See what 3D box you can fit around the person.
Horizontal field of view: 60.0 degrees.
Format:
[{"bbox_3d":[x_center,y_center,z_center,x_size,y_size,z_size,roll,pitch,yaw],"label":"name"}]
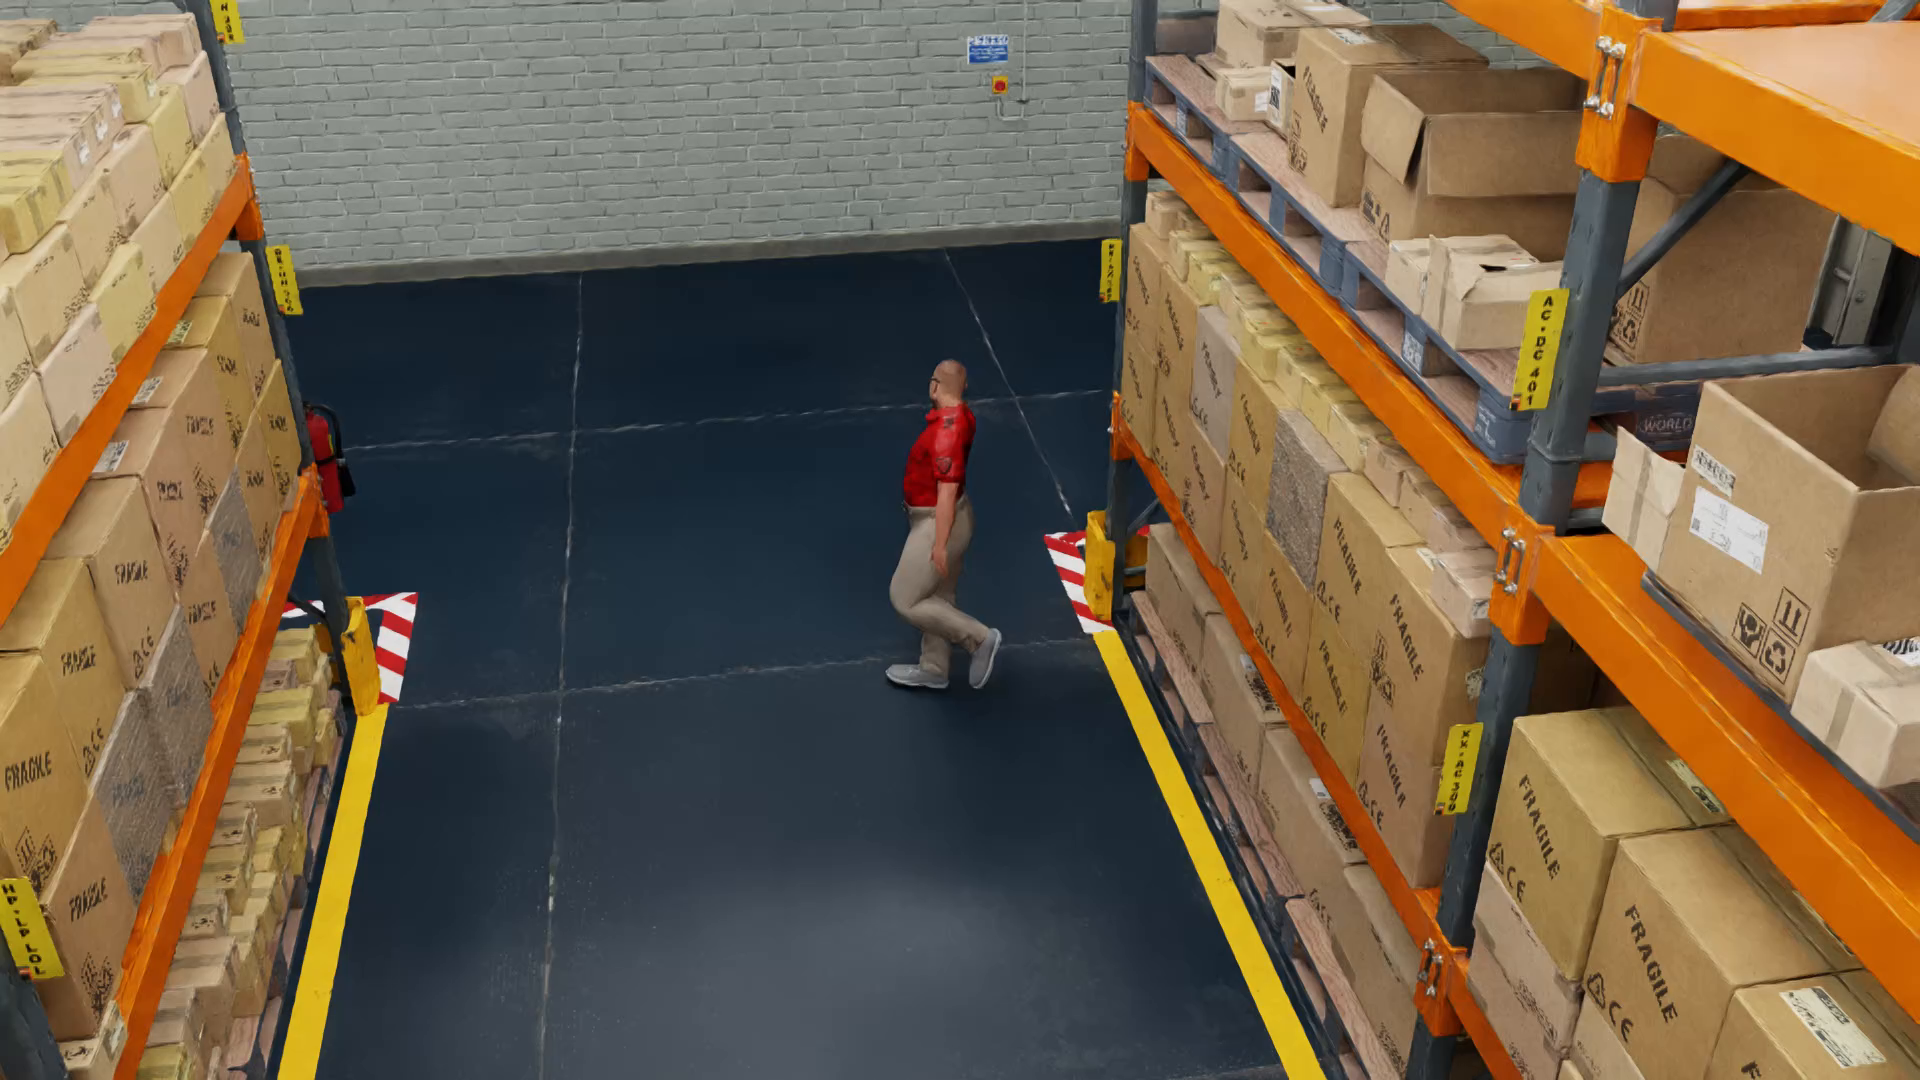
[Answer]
[{"bbox_3d":[-0.072,-0.060,8.274,0.600,1.681,0.654,2,31,4],"label":"person"}]
